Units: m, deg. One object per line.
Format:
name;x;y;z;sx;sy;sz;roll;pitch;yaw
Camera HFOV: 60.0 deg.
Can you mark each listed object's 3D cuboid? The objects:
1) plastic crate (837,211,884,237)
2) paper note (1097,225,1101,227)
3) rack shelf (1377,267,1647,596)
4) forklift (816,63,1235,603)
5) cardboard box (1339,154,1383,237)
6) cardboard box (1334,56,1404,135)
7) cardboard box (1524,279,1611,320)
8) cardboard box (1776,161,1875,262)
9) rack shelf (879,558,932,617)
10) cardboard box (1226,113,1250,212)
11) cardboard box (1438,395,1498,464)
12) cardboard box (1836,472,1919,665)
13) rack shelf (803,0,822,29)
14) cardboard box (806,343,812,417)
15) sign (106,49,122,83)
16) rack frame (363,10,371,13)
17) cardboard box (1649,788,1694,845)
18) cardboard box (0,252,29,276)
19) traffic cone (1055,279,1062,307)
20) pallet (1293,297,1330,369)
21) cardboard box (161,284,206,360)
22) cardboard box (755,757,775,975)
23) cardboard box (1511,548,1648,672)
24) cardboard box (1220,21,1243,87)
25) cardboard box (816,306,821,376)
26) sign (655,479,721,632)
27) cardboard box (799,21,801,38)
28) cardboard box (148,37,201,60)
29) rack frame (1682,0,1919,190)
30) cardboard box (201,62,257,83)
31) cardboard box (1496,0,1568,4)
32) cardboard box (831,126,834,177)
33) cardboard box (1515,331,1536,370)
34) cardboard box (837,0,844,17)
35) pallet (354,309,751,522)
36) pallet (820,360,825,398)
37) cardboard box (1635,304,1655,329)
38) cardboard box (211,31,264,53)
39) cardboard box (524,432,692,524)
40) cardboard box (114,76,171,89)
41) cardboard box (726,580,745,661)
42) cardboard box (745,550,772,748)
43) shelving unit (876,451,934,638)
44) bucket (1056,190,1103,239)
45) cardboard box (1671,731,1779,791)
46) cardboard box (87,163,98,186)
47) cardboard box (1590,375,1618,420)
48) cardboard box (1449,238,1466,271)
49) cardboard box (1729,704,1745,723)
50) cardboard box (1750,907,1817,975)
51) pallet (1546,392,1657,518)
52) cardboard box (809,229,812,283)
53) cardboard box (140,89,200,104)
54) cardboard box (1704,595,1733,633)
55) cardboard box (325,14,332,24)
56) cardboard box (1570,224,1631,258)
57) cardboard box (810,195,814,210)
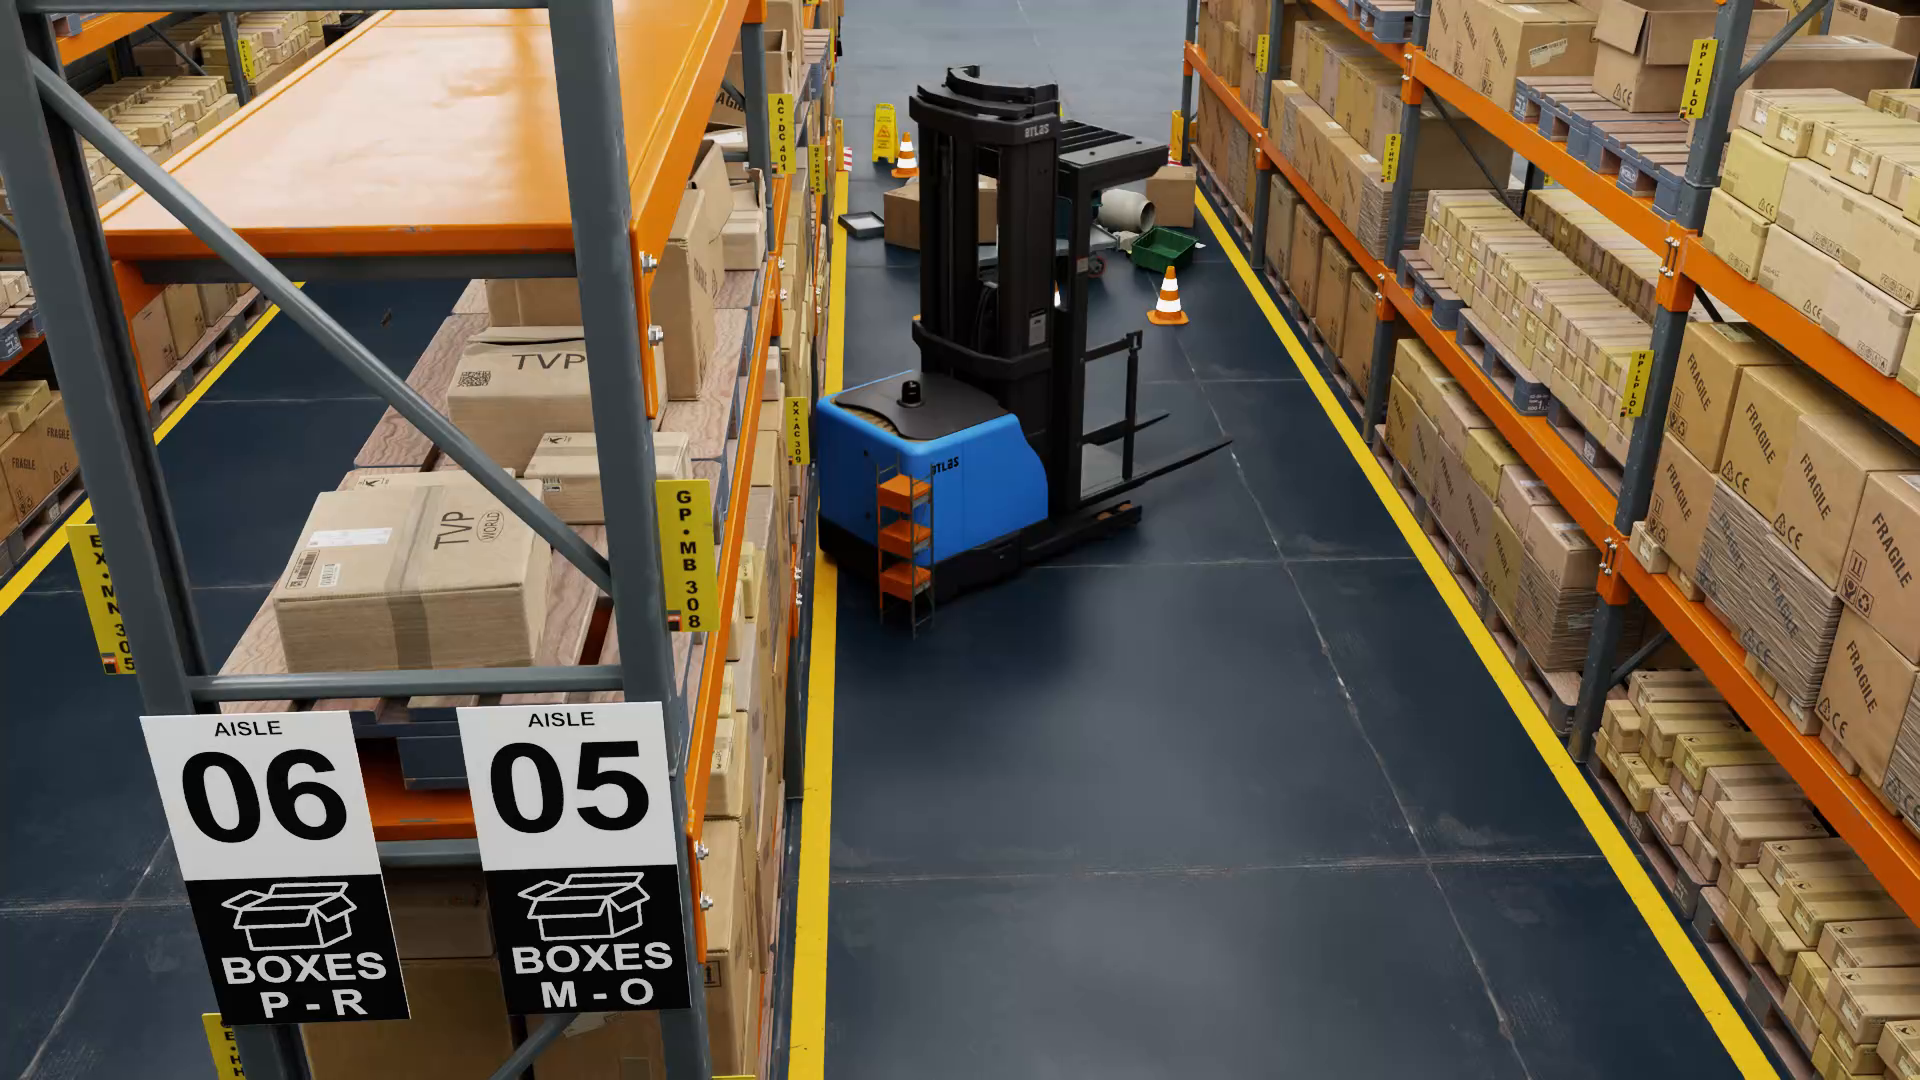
plastic crate;-0.961;-3.196;16.791;0.402;0.080;0.583;-11;30;-20
paper note;1.341;-3.175;16.812;0.172;0.023;0.155;8;29;15
rack shelf;3.553;-0.822;9.860;1.077;0.370;4.000;-1;28;-3
forklift;0.558;-1.477;10.412;3.031;2.935;1.130;-22;34;-35
cardboard box;3.132;-2.541;12.269;0.500;0.500;0.500;-1;28;-3
cardboard box;3.351;-3.466;12.962;0.700;0.500;0.500;-2;28;-3
cardboard box;3.374;-1.338;9.247;0.380;0.149;0.250;-3;28;-5
cardboard box;3.464;-1.244;6.269;0.500;0.250;0.500;-1;28;-3
rack shelf;-0.311;0.289;9.684;0.240;0.259;0.215;19;33;32
cardboard box;3.226;-3.864;16.759;0.875;0.875;0.875;-1;28;-2
cardboard box;3.282;-0.687;10.262;0.500;0.250;0.500;-1;28;-2
cardboard box;3.501;0.087;5.828;0.500;0.500;0.500;-2;28;-4
rack shelf;-1.594;-3.833;12.389;1.077;0.370;4.000;-1;28;-3
cardboard box;-1.096;-0.901;9.396;0.500;0.250;0.500;-2;28;-3
sign;-7.209;-4.029;14.209;0.100;0.325;0.005;-1;28;-3
rack frame;-6.864;-5.471;17.996;1.000;3.000;0.127;-1;28;-3
cardboard box;3.434;1.273;7.694;0.380;0.149;0.250;-2;28;-3
cardboard box;-6.225;-1.921;11.352;0.500;0.250;0.500;-1;28;-2
traffic cone;0.778;-1.972;14.031;0.336;0.463;0.334;-1;28;-3
pallet;3.422;-1.756;13.888;1.003;0.211;1.213;-1;28;-3
cardboard box;-6.542;-1.811;13.092;0.875;0.625;0.625;-2;28;-5
cardboard box;-0.873;1.055;5.375;0.500;0.500;0.500;-2;28;-3
cardboard box;3.367;0.369;9.047;0.500;0.500;0.500;-2;28;-4
cardboard box;3.119;-4.896;16.732;0.875;0.550;0.500;-1;28;-3
cardboard box;-1.555;-1.521;12.810;0.950;0.372;0.625;-2;28;-4
sign;-0.517;0.033;3.169;0.100;0.325;0.005;-1;28;-3
cardboard box;-1.068;-2.727;9.183;0.396;0.266;0.258;-2;28;-4
cardboard box;-6.945;-4.345;14.705;0.380;0.149;0.250;-2;28;-4
rack frame;3.658;-2.877;6.535;1.000;3.000;0.127;-1;28;-3
cardboard box;-6.409;-4.109;14.576;0.380;0.149;0.250;-2;28;-3
cardboard box;3.274;-3.230;9.519;0.396;0.266;0.258;-1;28;-3
cardboard box;-1.524;-3.810;16.520;0.500;0.500;0.500;0;28;0
cardboard box;3.368;-1.072;9.379;0.380;0.149;0.250;0;28;0
cardboard box;-1.514;-5.515;16.569;0.700;0.500;0.500;-2;28;-3
pallet;-1.188;-0.401;5.128;1.003;0.211;1.213;-1;28;-3
pallet;-1.529;-1.023;12.483;1.003;0.211;1.213;-1;28;-3
cardboard box;4.023;-1.223;9.346;0.380;0.149;0.250;-2;28;-4
cardboard box;-6.501;-4.478;14.961;0.380;0.149;0.250;-2;28;-4
cardboard box;-0.899;-0.161;4.281;0.380;0.149;0.250;0;28;-1
cardboard box;-6.851;-3.788;13.960;0.380;0.149;0.250;-2;28;-4
cardboard box;-0.867;0.251;5.134;0.380;0.149;0.250;-1;28;-2
cardboard box;-0.908;0.374;5.600;0.500;0.500;0.500;-1;28;-2
shelving unit;-0.311;0.034;9.550;0.252;1.050;0.215;19;33;32
bucket;0.930;-3.141;15.425;0.726;0.611;0.620;8;39;15
cardboard box;3.486;1.005;7.564;0.380;0.149;0.250;-2;28;-3
cardboard box;-6.223;-2.504;11.498;0.380;0.149;0.250;-1;28;-1
cardboard box;3.425;-0.724;8.391;0.380;0.149;0.250;-1;28;-2
cardboard box;3.307;-1.795;10.443;0.380;0.149;0.250;-2;28;-4
cardboard box;3.936;0.755;8.044;0.380;0.149;0.250;-1;28;-1
cardboard box;3.448;1.615;6.717;0.380;0.149;0.250;-1;28;-2
pallet;3.763;-0.489;8.650;1.003;0.211;1.213;-1;28;-3
cardboard box;-1.210;-1.836;10.648;0.500;0.250;0.500;-1;28;-3
cardboard box;-6.424;-3.570;13.542;0.380;0.149;0.250;-1;28;-3
cardboard box;3.500;0.272;7.256;0.380;0.149;0.250;-3;28;-5
cardboard box;-6.508;-5.174;16.617;0.380;0.149;0.250;-2;28;-4
cardboard box;3.974;-1.827;10.184;0.380;0.149;0.250;-1;28;-1
cardboard box;-1.264;-2.514;12.144;0.380;0.149;0.250;-1;28;-2
